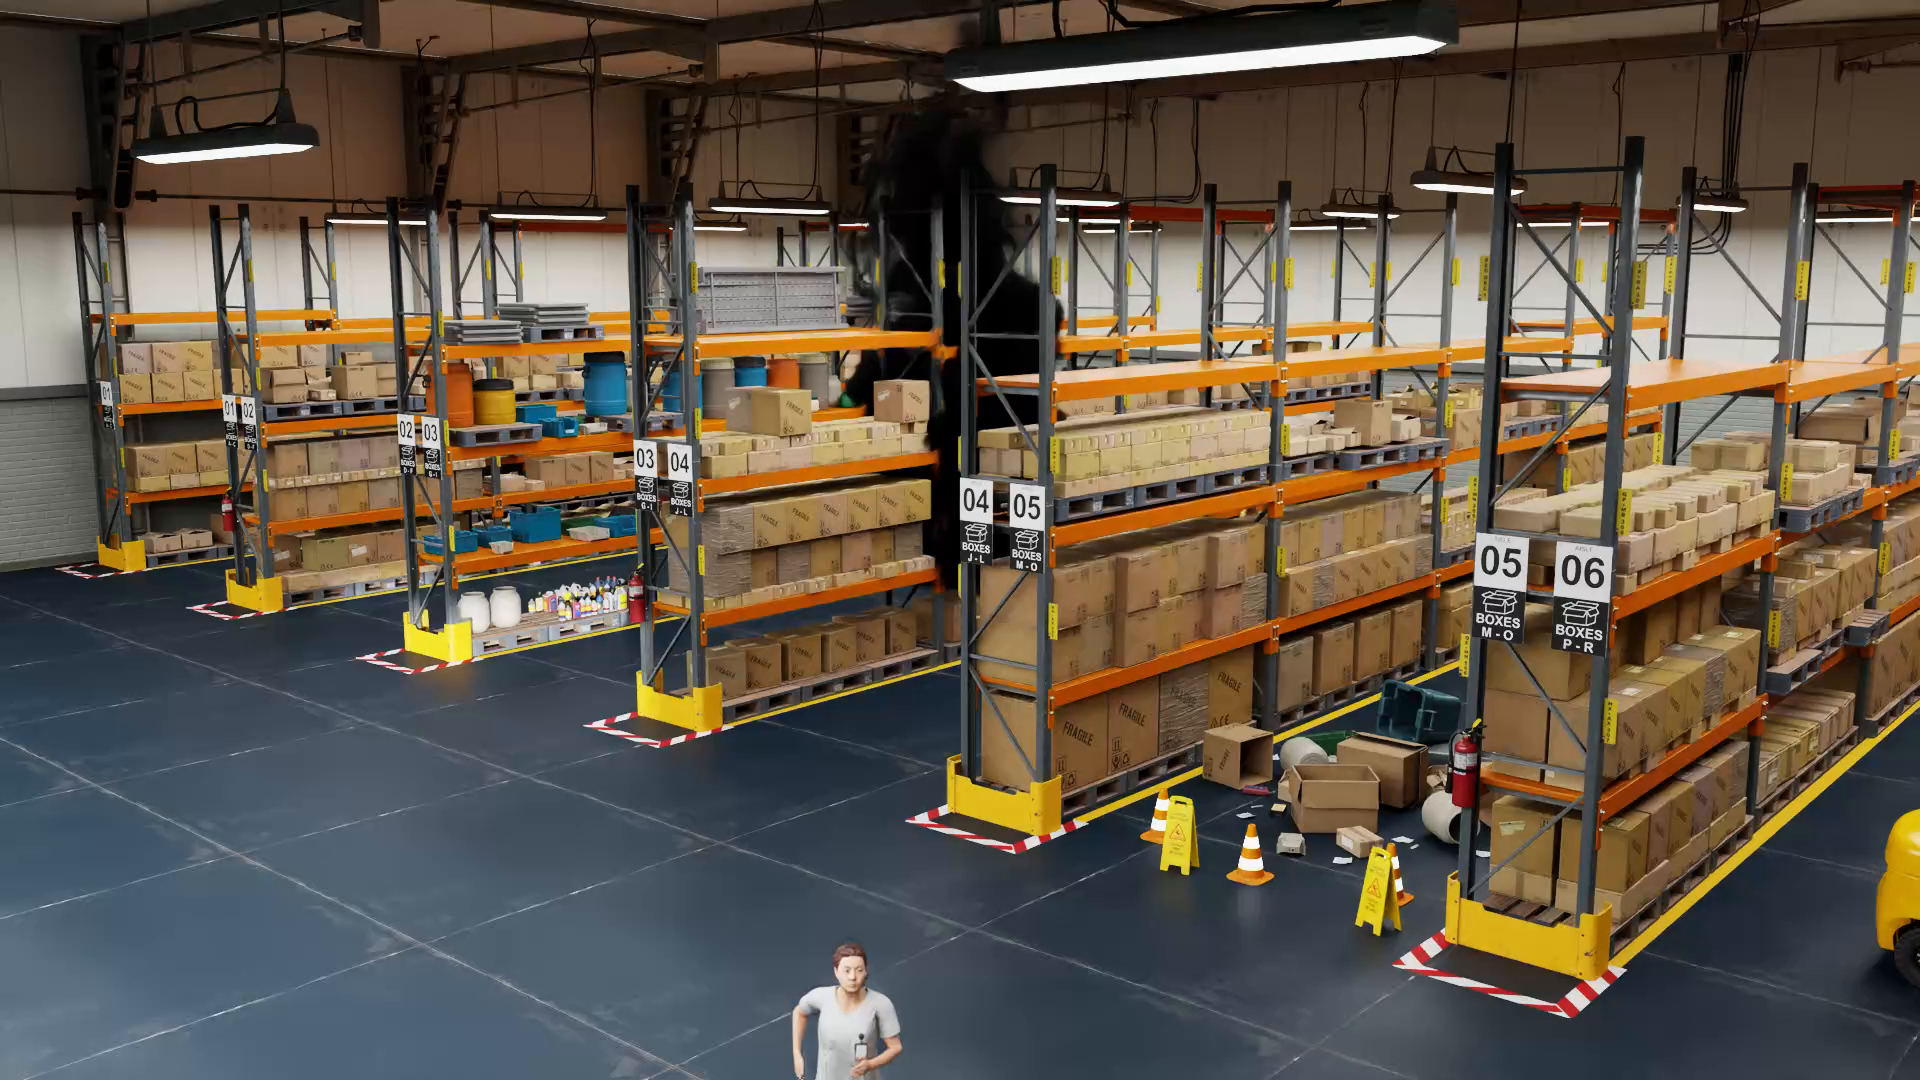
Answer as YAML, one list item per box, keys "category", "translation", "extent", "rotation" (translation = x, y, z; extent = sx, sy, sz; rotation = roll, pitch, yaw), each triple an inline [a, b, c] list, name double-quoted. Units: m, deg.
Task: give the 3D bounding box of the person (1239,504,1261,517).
- category: "person"
  translation: [4.339, 0.190, 24.810]
  extent: [0.698, 1.815, 0.735]
  rotation: [8, 12, 40]

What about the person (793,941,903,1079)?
- category: "person"
  translation: [-0.587, 2.918, 8.695]
  extent: [0.576, 1.669, 0.950]
  rotation: [-1, 9, -4]
